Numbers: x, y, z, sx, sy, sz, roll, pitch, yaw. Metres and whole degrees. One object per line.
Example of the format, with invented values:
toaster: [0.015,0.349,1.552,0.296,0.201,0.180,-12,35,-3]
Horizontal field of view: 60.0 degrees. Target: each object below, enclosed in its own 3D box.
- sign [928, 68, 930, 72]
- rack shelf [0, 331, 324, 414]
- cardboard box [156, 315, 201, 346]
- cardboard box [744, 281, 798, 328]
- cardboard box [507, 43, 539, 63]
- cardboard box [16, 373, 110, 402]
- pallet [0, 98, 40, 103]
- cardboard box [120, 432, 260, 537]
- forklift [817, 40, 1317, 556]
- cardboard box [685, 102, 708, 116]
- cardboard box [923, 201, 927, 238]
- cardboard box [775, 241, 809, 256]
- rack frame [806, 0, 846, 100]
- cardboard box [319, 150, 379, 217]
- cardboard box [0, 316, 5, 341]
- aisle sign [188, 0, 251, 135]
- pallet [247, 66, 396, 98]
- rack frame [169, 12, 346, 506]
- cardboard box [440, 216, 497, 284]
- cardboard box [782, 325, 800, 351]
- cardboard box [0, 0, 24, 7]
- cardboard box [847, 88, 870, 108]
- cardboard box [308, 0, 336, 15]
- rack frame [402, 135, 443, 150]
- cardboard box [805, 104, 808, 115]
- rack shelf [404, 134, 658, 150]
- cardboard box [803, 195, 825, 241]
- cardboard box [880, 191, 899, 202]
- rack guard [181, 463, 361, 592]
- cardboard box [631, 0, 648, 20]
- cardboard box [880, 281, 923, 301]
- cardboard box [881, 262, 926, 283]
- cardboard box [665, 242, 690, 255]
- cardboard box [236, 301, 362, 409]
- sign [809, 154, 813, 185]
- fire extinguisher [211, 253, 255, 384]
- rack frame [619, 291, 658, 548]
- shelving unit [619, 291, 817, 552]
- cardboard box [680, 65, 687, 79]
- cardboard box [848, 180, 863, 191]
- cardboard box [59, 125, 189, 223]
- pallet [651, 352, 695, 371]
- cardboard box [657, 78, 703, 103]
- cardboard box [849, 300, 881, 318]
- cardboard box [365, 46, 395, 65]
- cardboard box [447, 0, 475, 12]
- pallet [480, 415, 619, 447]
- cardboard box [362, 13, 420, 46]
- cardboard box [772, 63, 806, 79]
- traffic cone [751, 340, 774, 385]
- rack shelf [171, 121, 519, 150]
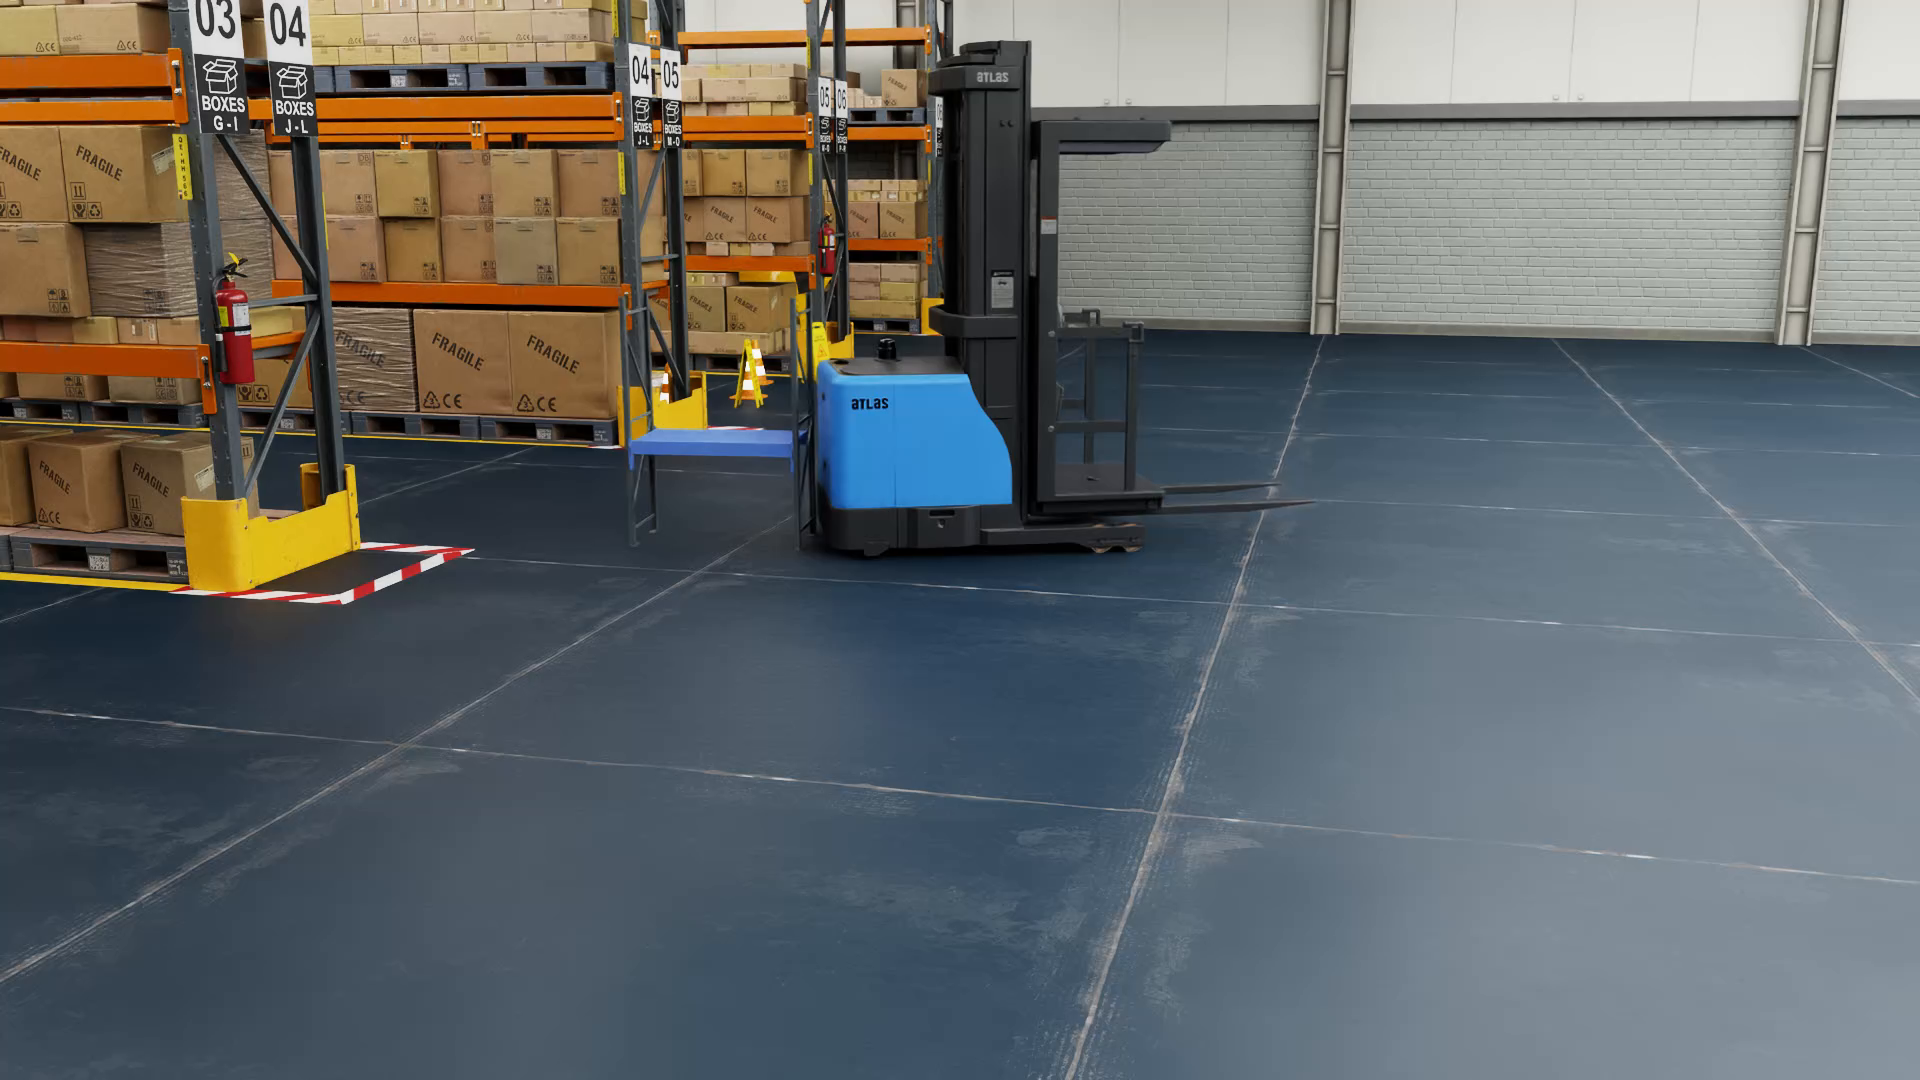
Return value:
sign: [-0.413,-6.180,22.375,0.005,0.325,0.100,3,13,14]
rack shelf: [-5.771,-1.060,9.745,4.000,0.370,1.077,3,13,14]
cardboard box: [-4.156,-1.156,9.098,0.250,0.149,0.380,3,13,14]
cardboard box: [-2.195,-2.721,19.219,0.500,0.500,0.500,3,13,12]
cardboard box: [-3.441,-3.913,13.399,0.250,0.149,0.380,3,13,14]
cardboard box: [-7.986,-1.723,15.300,0.750,0.750,1.050,3,13,14]
pallet: [-8.586,-4.052,15.085,1.213,0.211,1.003,4,13,16]
cardboard box: [-4.432,-0.328,9.586,0.500,0.500,0.500,6,14,24]
forklift: [0.662,-1.467,10.081,3.031,2.935,1.130,-2,13,-10]
cardboard box: [-2.851,-4.749,18.370,0.250,0.149,0.380,3,13,13]
cardboard box: [-0.684,-4.568,23.666,0.500,0.500,0.500,3,13,15]
cardboard box: [-1.869,-3.243,18.504,0.250,0.149,0.380,4,13,15]
rack frame: [-1.455,-6.320,17.942,0.127,3.000,1.000,3,13,14]
cardboard box: [-5.023,-3.065,14.285,0.550,0.550,0.875,3,13,14]
cardboard box: [-5.373,-1.217,9.374,0.250,0.149,0.380,3,13,14]
aisle sign: [-3.841,-2.510,8.619,0.004,0.787,0.394,3,13,14]
pallet: [-5.635,-3.929,14.296,1.213,0.211,1.003,3,13,14]
rack frame: [-3.829,-1.307,9.199,0.127,3.000,1.000,3,13,14]
cardboard box: [-3.967,-2.507,14.262,0.550,0.550,0.875,3,13,14]
cardboard box: [-2.172,-2.354,19.295,0.500,0.250,0.500,3,13,13]
cardboard box: [-4.940,-2.879,8.785,0.250,0.149,0.380,3,13,14]
cardboard box: [-1.393,-6.080,22.896,0.258,0.266,0.396,3,13,14]
cardboard box: [-5.164,-4.394,13.728,0.250,0.149,0.380,3,13,14]
rack frame: [-8.036,-4.850,25.169,0.127,3.000,1.000,3,13,14]
cardboard box: [-1.699,-4.818,18.680,0.250,0.149,0.380,3,13,14]
rack shelf: [-6.095,-5.859,24.454,4.000,0.370,1.077,3,13,14]
cardboard box: [-1.848,-3.668,18.923,0.500,0.500,0.500,3,13,13]
cardboard box: [-0.928,-4.766,23.064,0.250,0.149,0.380,3,13,14]
rack guard: [-3.903,-0.091,9.488,0.348,0.500,1.175,3,13,14]
cardboard box: [-2.791,-4.414,13.816,0.250,0.149,0.380,3,13,14]
cardboard box: [-0.817,-3.501,23.314,0.500,0.250,0.500,3,13,13]
cardboard box: [-0.791,-3.744,23.254,0.500,0.250,0.500,4,13,15]
cardboard box: [-3.128,-3.294,18.737,0.250,0.149,0.380,3,13,13]
cardboard box: [-5.833,-1.673,14.784,0.875,0.875,0.875,3,13,14]
sign: [-1.607,-3.995,17.911,0.005,0.325,0.100,3,13,14]
fire extinguisher: [-3.829,-1.166,8.744,0.183,0.674,0.296,3,13,14]
rack frame: [-1.951,-0.741,10.110,0.032,1.500,0.500,1,13,6]
shelving unit: [-1.446,-0.728,10.054,1.048,1.500,0.538,1,13,6]
cardboard box: [-3.065,-5.166,18.405,0.250,0.149,0.380,3,13,12]
cardboard box: [-1.399,-4.963,23.261,0.250,0.149,0.380,3,13,14]
cardboard box: [-4.423,-1.966,8.942,0.500,0.500,0.500,3,13,14]
pallet: [-3.490,-2.147,19.423,1.213,0.211,1.003,3,13,14]
cardboard box: [-3.009,-4.949,18.351,0.500,0.250,0.500,3,13,15]
cardboard box: [-1.282,-3.283,23.486,0.500,0.250,0.500,3,13,14]
cardboard box: [-4.678,-3.979,13.695,0.250,0.149,0.380,3,13,14]
cardboard box: [-3.936,-4.329,13.432,0.250,0.149,0.380,3,13,14]
pallet: [-3.338,-1.008,14.292,1.213,0.211,1.003,3,13,14]
cardboard box: [-4.547,-4.180,13.684,0.500,0.250,0.500,3,13,14]
cardboard box: [-1.854,-5.077,18.007,0.250,0.149,0.380,3,13,14]
traffic cone: [-2.182,-1.903,17.745,0.334,0.463,0.336,3,13,14]
rack shelf: [-7.280,-4.815,19.749,4.000,0.370,1.077,3,13,14]
